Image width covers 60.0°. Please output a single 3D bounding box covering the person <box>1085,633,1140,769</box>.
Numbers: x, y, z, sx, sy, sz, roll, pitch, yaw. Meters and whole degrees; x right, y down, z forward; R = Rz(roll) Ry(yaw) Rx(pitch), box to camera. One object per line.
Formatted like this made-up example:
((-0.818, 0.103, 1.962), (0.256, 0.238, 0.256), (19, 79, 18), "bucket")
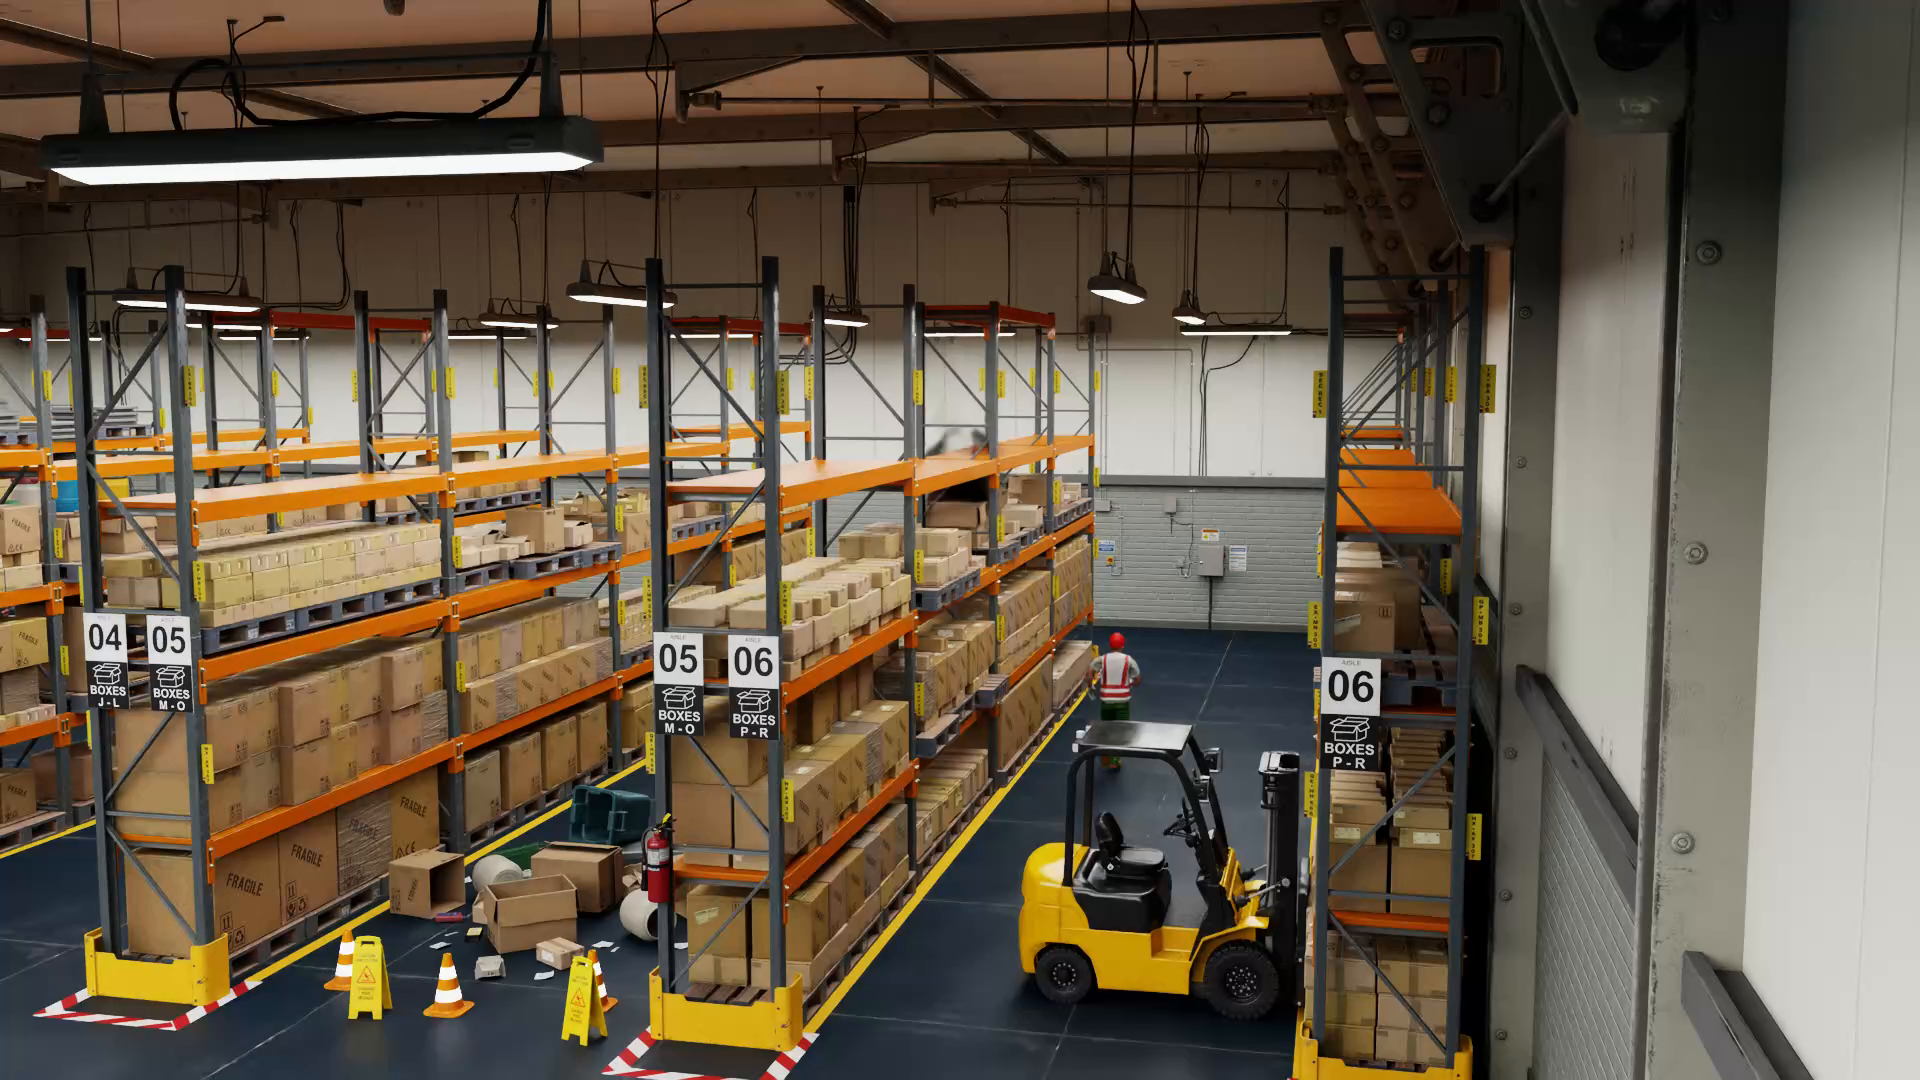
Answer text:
((2.018, 2.090, 21.746), (0.695, 1.783, 0.667), (2, 6, 15), "person")
